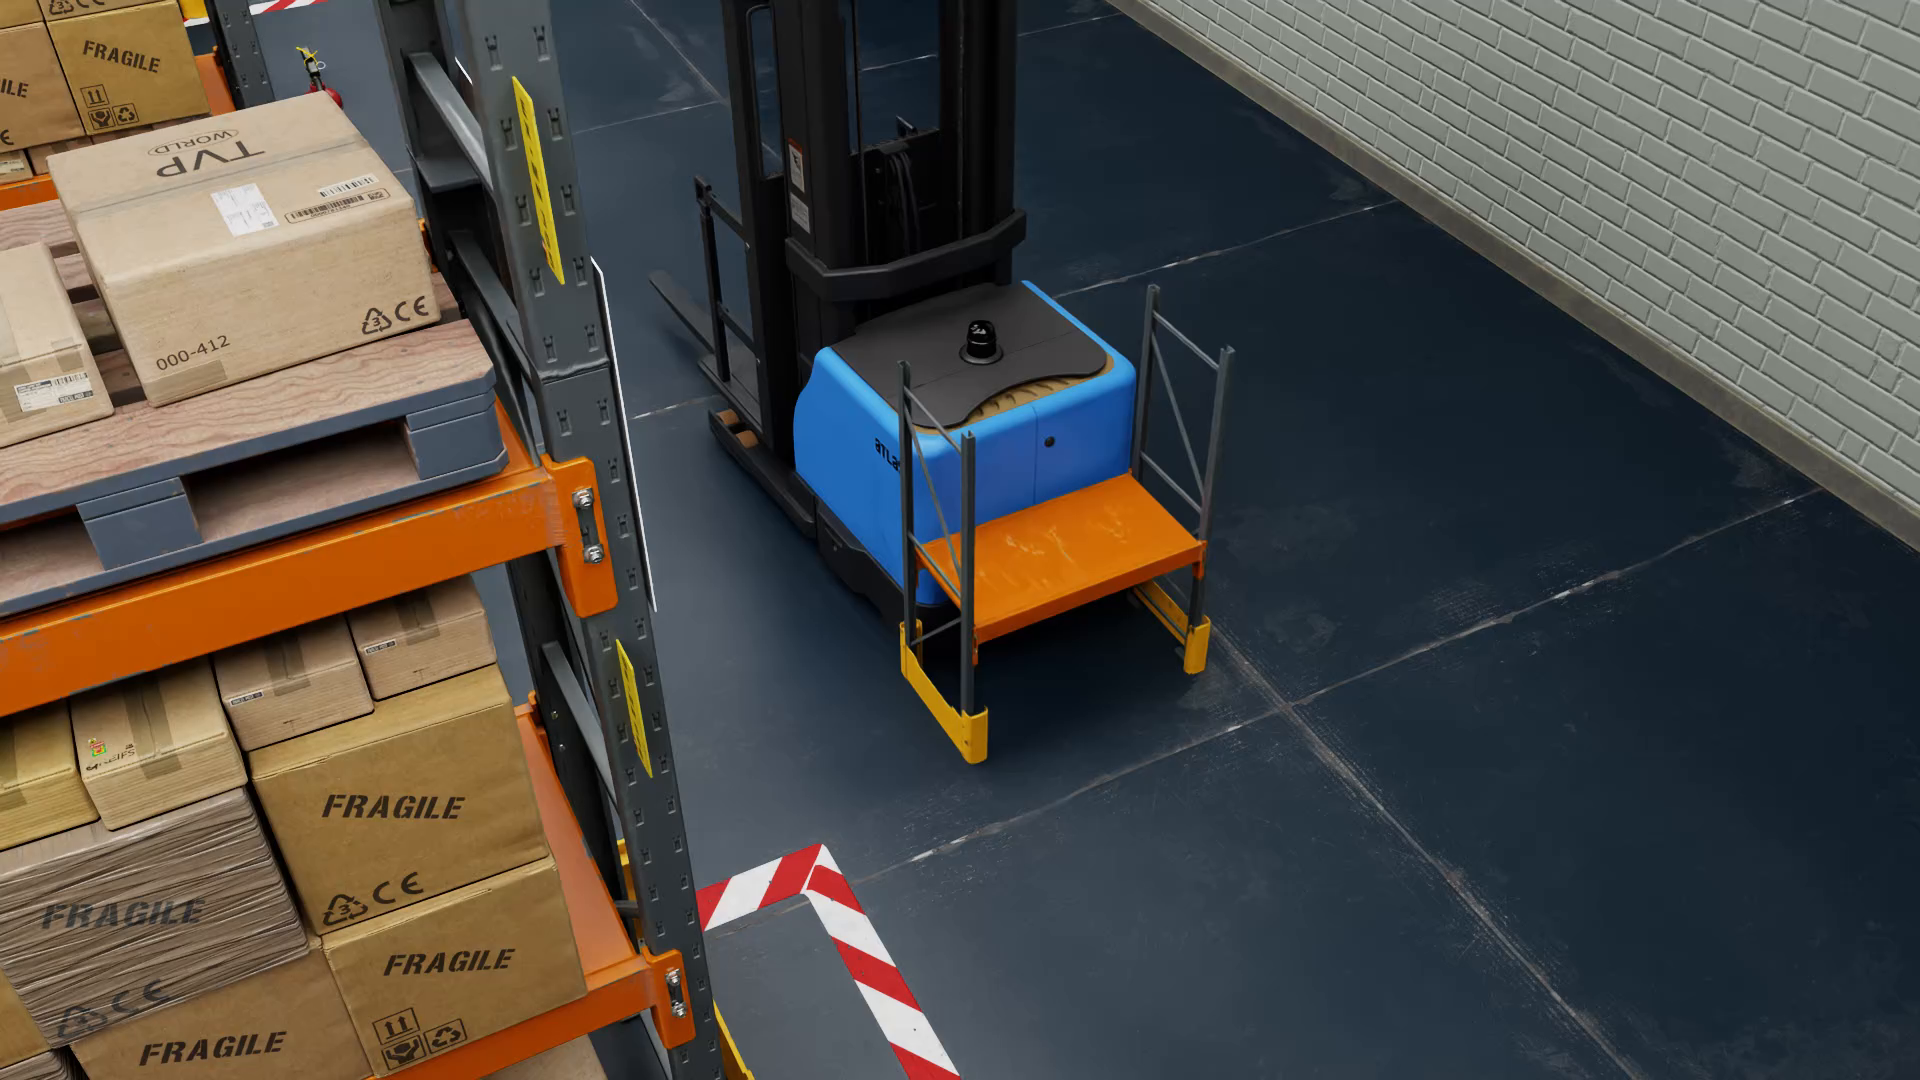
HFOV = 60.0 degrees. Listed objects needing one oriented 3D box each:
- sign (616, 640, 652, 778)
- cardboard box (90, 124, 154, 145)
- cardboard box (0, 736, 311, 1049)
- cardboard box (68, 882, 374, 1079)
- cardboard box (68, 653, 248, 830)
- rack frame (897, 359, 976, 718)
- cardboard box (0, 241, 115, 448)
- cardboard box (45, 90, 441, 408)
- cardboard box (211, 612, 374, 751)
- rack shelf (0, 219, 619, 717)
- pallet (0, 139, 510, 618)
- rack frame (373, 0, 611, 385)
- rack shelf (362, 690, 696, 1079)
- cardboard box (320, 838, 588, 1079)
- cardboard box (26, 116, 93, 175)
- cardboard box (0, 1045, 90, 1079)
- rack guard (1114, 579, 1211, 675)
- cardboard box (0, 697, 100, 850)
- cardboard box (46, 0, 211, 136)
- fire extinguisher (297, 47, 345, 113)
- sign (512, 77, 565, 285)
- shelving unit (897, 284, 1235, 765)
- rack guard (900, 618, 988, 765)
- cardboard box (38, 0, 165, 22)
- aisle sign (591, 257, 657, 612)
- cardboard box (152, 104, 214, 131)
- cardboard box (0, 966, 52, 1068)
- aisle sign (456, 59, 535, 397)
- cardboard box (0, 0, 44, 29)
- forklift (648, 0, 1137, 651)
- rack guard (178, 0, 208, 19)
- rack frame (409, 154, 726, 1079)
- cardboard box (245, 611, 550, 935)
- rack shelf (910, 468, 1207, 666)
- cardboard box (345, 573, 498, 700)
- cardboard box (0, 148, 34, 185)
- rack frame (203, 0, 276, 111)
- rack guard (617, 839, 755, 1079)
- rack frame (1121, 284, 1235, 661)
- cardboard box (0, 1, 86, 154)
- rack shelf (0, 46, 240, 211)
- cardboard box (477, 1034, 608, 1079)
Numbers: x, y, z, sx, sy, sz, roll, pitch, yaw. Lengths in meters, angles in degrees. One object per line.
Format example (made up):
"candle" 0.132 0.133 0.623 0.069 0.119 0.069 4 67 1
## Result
"sign" -0.673 0.350 3.435 0.005 0.325 0.100 -19 44 -21
"cardboard box" -3.684 -1.831 7.286 0.250 0.149 0.380 -19 44 -21
"cardboard box" -1.679 0.601 3.367 0.500 0.500 0.500 -18 44 -20
"cardboard box" -1.669 0.966 3.710 0.500 0.500 0.500 -20 44 -22
"cardboard box" -1.541 0.337 3.177 0.250 0.149 0.380 -19 44 -21
"rack frame" -0.082 0.104 5.966 0.032 1.500 0.500 -19 44 -21
"cardboard box" -1.604 -0.323 2.781 0.250 0.149 0.380 -22 45 -24
"cardboard box" -1.269 -0.533 2.950 0.500 0.250 0.500 -23 45 -24
"cardboard box" -1.351 0.211 3.325 0.250 0.149 0.380 -18 43 -20
"rack shelf" -2.685 0.294 2.816 4.000 0.370 1.077 -19 44 -21
"pallet" -1.565 -0.316 3.049 1.213 0.211 1.003 -19 44 -21
"rack frame" -0.912 -1.722 2.320 0.127 3.000 1.000 -19 44 -21
"rack shelf" -2.685 1.439 3.785 4.000 0.370 1.077 -19 44 -21
"cardboard box" -1.217 0.825 3.877 0.500 0.500 0.500 -18 44 -20
"cardboard box" -3.900 -1.748 7.187 0.250 0.149 0.380 -19 44 -21
"cardboard box" -2.121 1.125 3.522 0.500 0.500 0.500 -17 43 -19
"rack guard" 0.810 0.267 6.741 0.087 0.250 0.587 -19 44 -21
"cardboard box" -1.784 0.388 3.116 0.250 0.149 0.380 -18 43 -20
"cardboard box" -3.567 -2.109 7.112 0.500 0.500 0.500 -18 43 -20
"fire extinguisher" -2.851 -1.878 7.495 0.183 0.674 0.296 -19 44 -21
"sign" -0.673 -0.570 2.656 0.005 0.325 0.100 -19 44 -21
"shelving unit" 0.372 -0.056 6.155 1.083 1.500 0.587 -19 44 -21
"rack guard" -0.065 0.575 6.377 0.087 0.250 0.587 -19 44 -21
"cardboard box" -3.579 -2.493 6.792 0.500 0.500 0.500 -19 44 -22
"aisle sign" -0.705 -0.269 3.234 0.004 0.787 0.394 -19 44 -21
"cardboard box" -3.446 -1.884 7.348 0.250 0.149 0.380 -19 44 -21
"cardboard box" -2.119 0.746 3.195 0.500 0.500 0.500 -19 44 -21
"aisle sign" -0.982 -0.613 3.640 0.004 0.787 0.394 -19 44 -21
"cardboard box" -4.028 -2.342 6.614 0.500 0.500 0.500 -20 44 -22
"forklift" -0.511 -1.602 6.874 1.130 2.935 3.031 -22 45 -24
"rack guard" -5.468 -4.164 11.783 0.348 0.500 1.175 -19 44 -21
"rack frame" -0.912 0.567 4.258 0.127 3.000 1.000 -19 44 -21
"cardboard box" -1.229 0.428 3.572 0.500 0.500 0.500 -17 43 -19
"rack shelf" 0.364 0.084 6.268 1.000 0.185 0.538 -19 44 -21
"cardboard box" -1.137 0.122 3.431 0.250 0.149 0.380 -18 43 -20
"cardboard box" -4.115 -1.658 7.082 0.250 0.149 0.380 -17 43 -20
"rack frame" -3.288 -2.239 7.573 0.127 3.000 1.000 -19 44 -21
"rack guard" -0.890 1.514 5.074 0.348 0.500 1.175 -19 44 -21
"rack frame" 0.811 -0.210 6.338 0.032 1.500 0.500 -19 44 -21
"cardboard box" -4.027 -1.958 6.934 0.500 0.500 0.500 -19 44 -21
"rack shelf" -5.062 -1.368 7.101 4.000 0.370 1.077 -19 44 -21
"cardboard box" -1.451 1.639 4.650 0.875 0.438 0.875 -20 44 -22
